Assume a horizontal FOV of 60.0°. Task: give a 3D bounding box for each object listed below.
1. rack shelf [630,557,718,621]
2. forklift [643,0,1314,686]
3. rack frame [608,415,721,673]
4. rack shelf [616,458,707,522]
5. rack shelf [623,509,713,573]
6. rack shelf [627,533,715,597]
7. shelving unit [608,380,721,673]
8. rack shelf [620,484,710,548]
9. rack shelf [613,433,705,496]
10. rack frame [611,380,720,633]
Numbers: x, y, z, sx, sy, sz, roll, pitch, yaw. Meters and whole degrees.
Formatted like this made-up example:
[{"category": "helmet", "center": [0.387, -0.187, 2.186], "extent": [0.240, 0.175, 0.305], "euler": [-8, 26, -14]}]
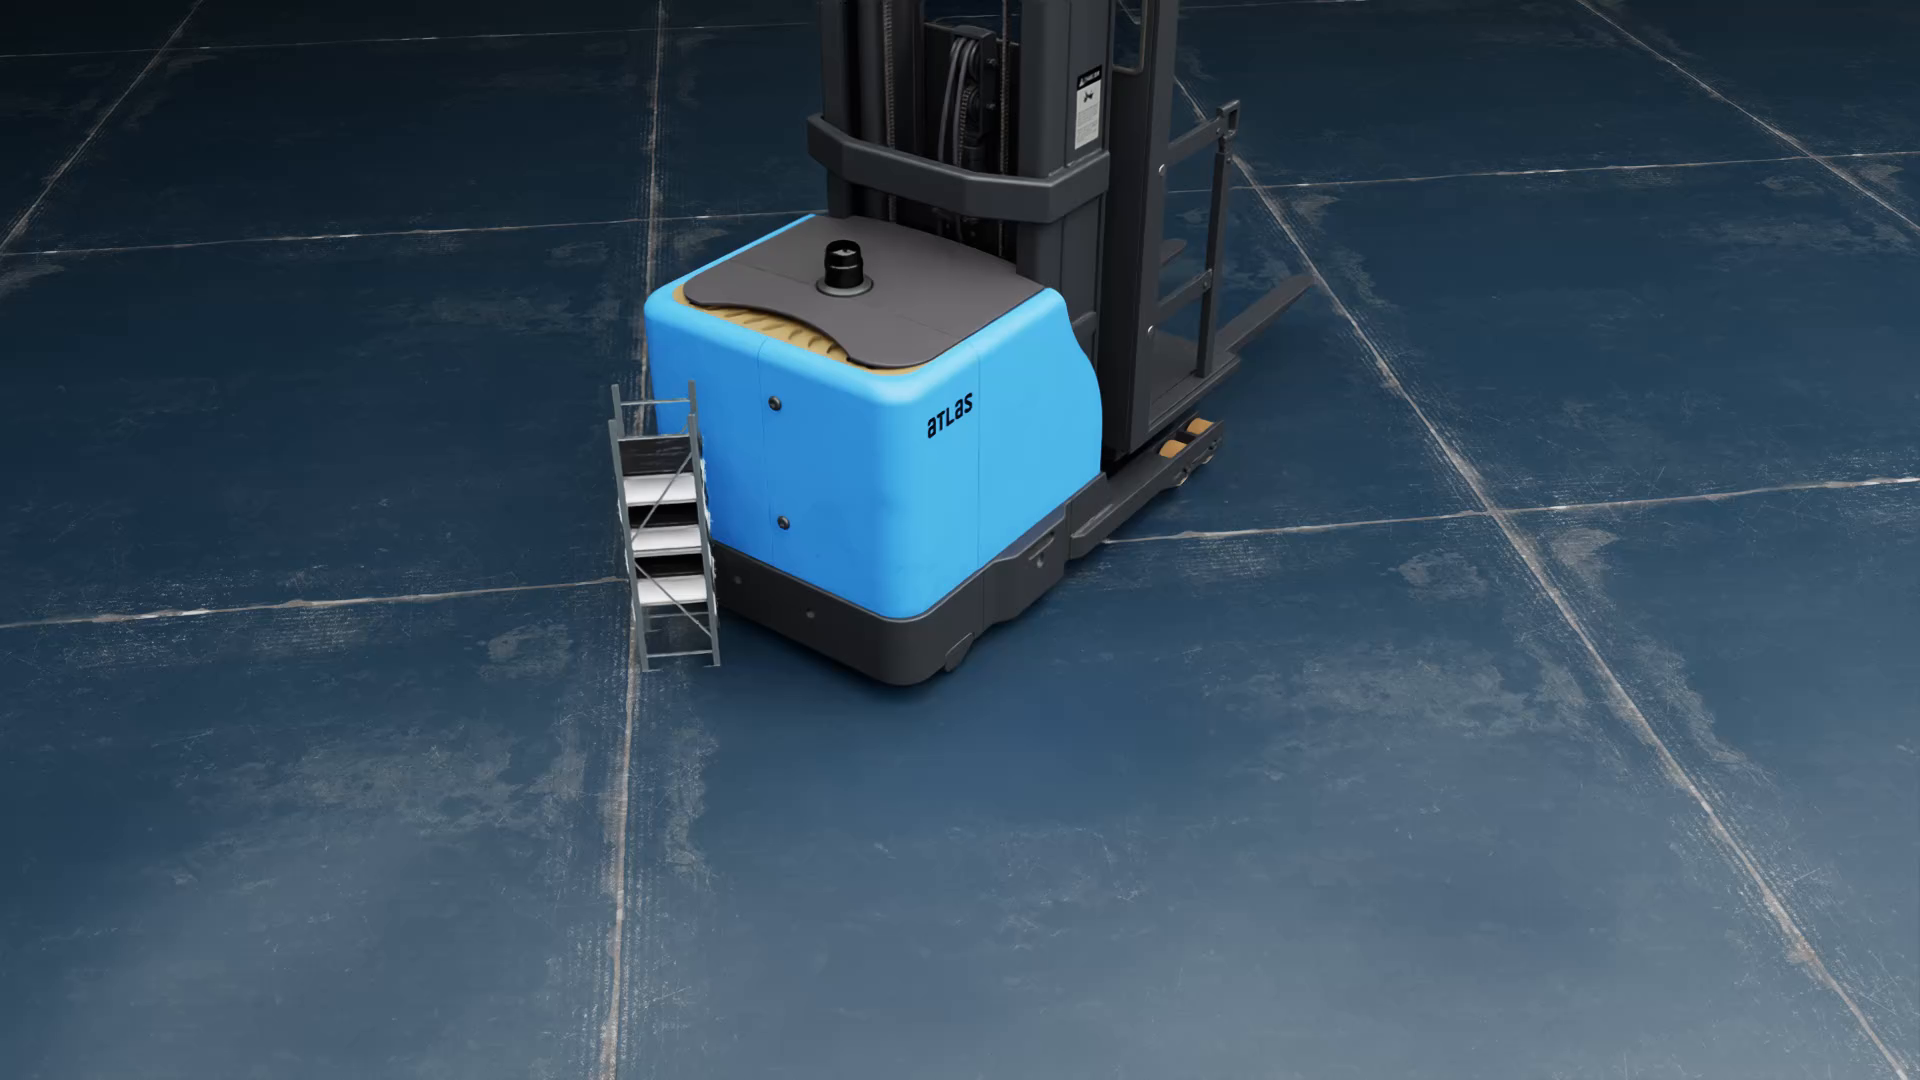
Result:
[{"category": "rack shelf", "center": [-0.877, 0.149, 5.111], "extent": [0.258, 0.077, 0.200], "euler": [-4, 34, -6]}, {"category": "forklift", "center": [0.321, -1.553, 5.426], "extent": [1.130, 2.935, 3.031], "euler": [22, 40, 29]}, {"category": "rack frame", "center": [-0.864, 0.030, 4.907], "extent": [0.240, 0.900, 0.006], "euler": [-4, 34, -6]}, {"category": "rack shelf", "center": [-0.877, -0.148, 4.908], "extent": [0.258, 0.077, 0.200], "euler": [-4, 34, -6]}, {"category": "rack shelf", "center": [-0.877, 0.001, 5.009], "extent": [0.258, 0.077, 0.200], "euler": [-4, 34, -6]}, {"category": "rack shelf", "center": [-0.877, 0.075, 5.060], "extent": [0.258, 0.077, 0.200], "euler": [-4, 34, -6]}, {"category": "shelving unit", "center": [-0.877, -0.027, 4.991], "extent": [0.258, 0.900, 0.210], "euler": [-4, 34, -6]}, {"category": "rack shelf", "center": [-0.877, -0.074, 4.959], "extent": [0.258, 0.077, 0.200], "euler": [-4, 34, -6]}, {"category": "rack shelf", "center": [-0.877, -0.223, 4.857], "extent": [0.258, 0.077, 0.200], "euler": [-4, 34, -6]}, {"category": "rack frame", "center": [-0.890, -0.084, 5.074], "extent": [0.240, 0.900, 0.006], "euler": [-4, 34, -6]}]
